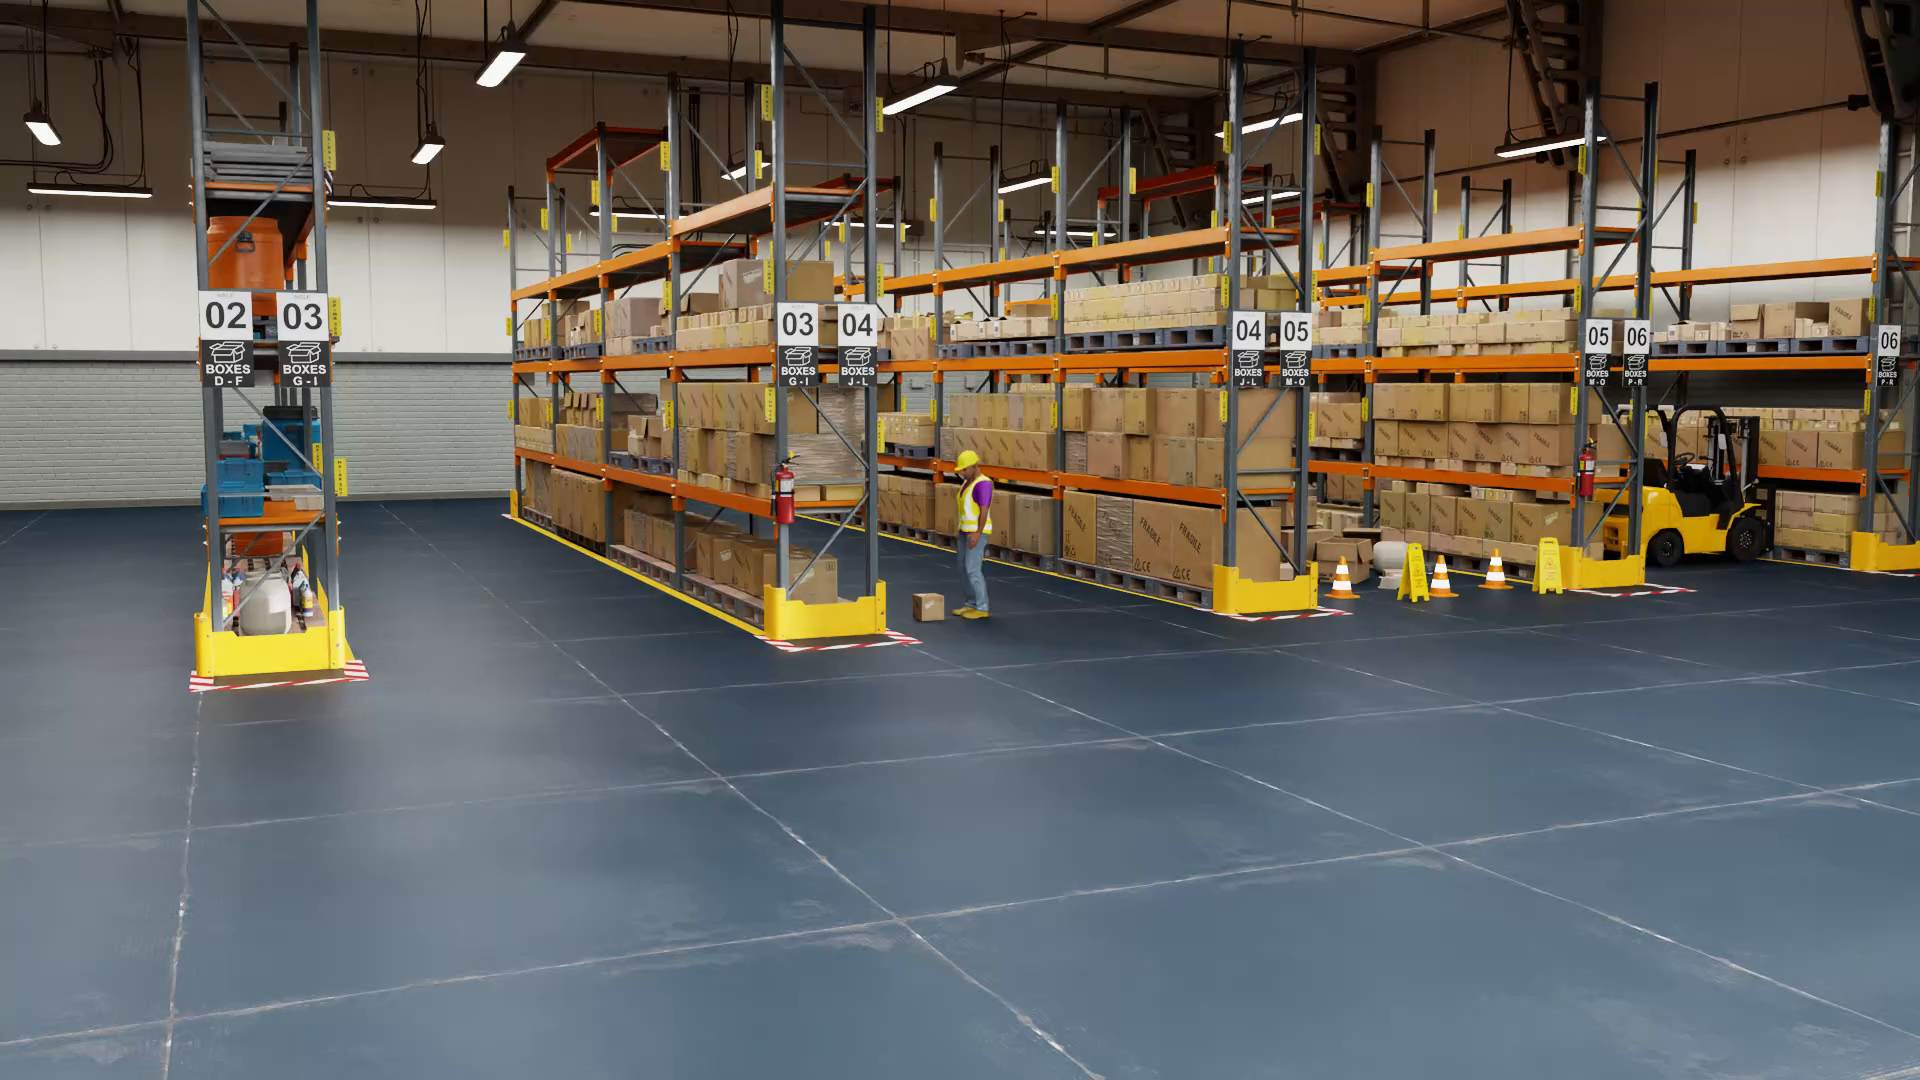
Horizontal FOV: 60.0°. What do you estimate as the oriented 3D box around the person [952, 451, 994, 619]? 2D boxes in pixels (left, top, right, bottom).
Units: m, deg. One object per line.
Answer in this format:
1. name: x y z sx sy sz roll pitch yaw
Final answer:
1. person: 0.127 -0.063 17.410 0.390 1.748 0.575 -2 6 -23
